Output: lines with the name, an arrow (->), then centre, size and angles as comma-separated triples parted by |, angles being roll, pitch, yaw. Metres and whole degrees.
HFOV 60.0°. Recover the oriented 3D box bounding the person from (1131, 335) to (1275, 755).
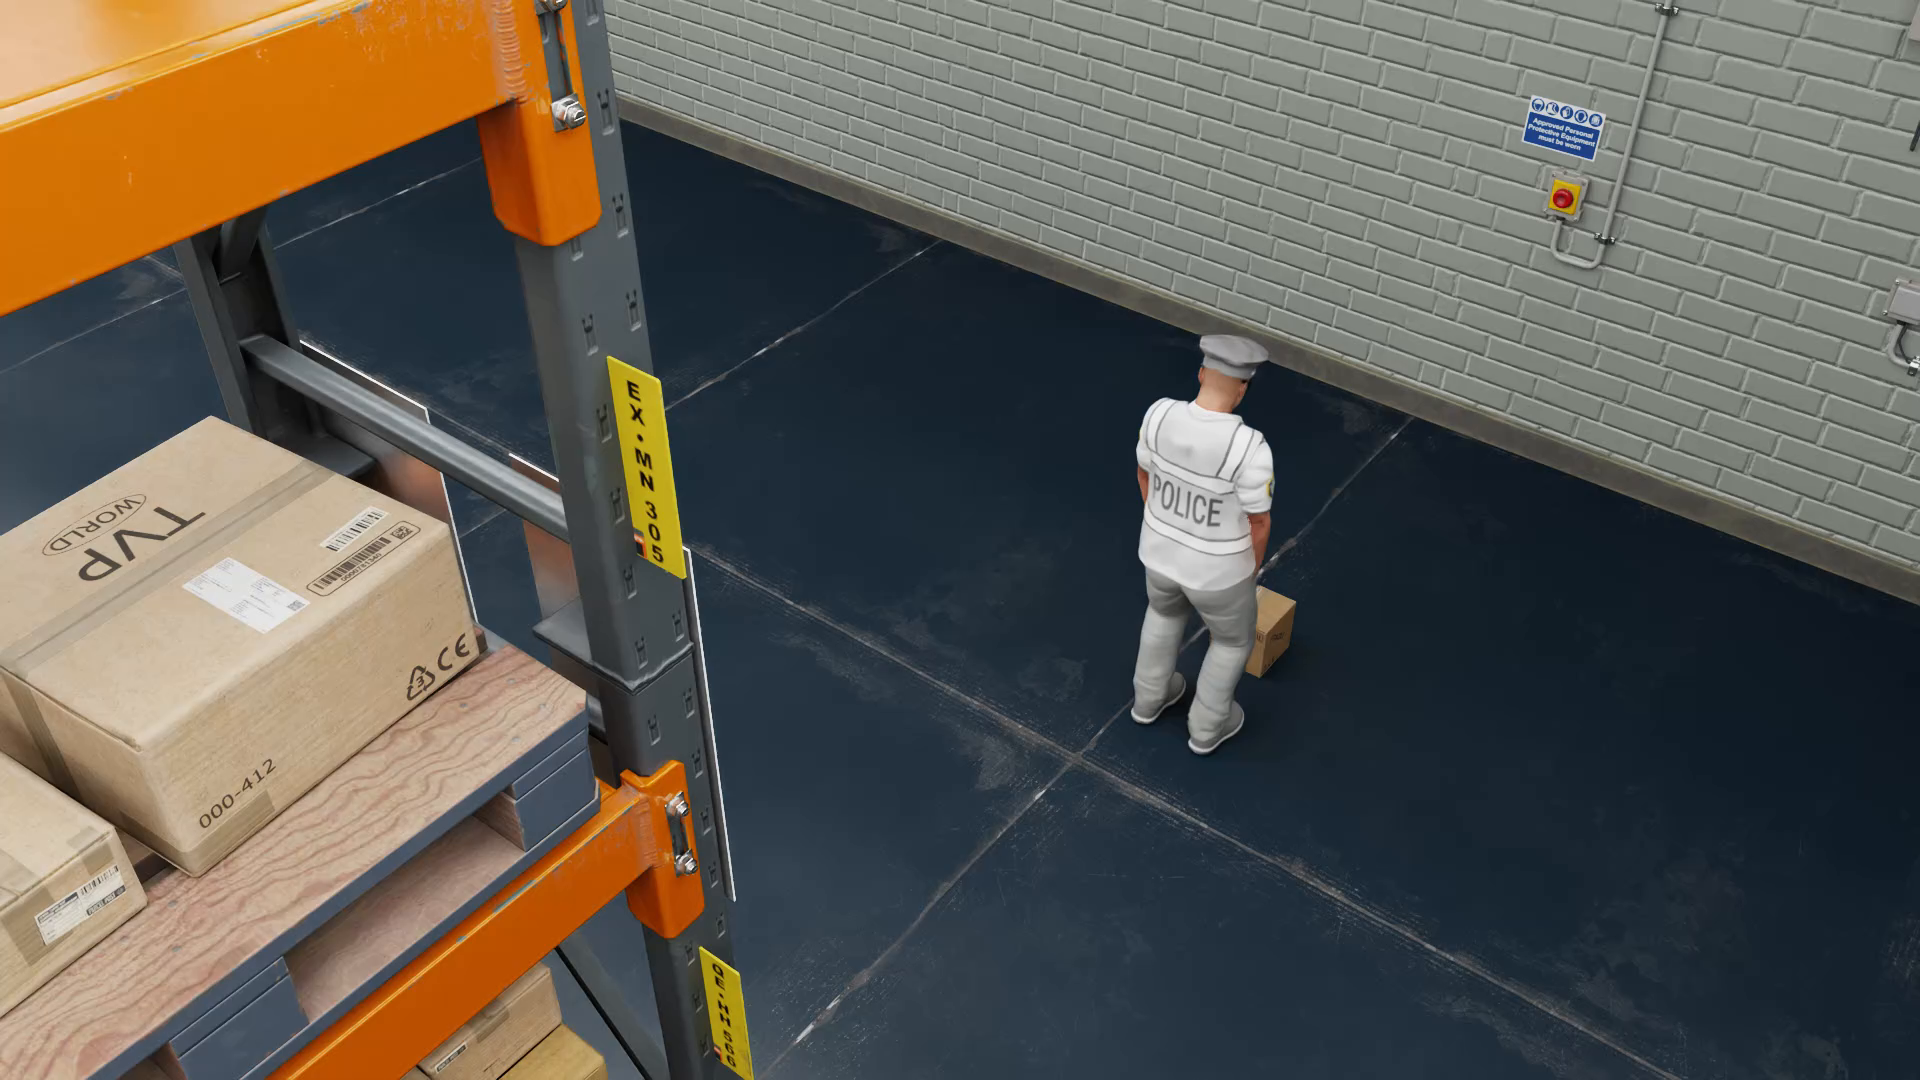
person -> 0.876, 0.039, 6.132 | 0.547, 1.722, 0.440 | 27, 46, 29
